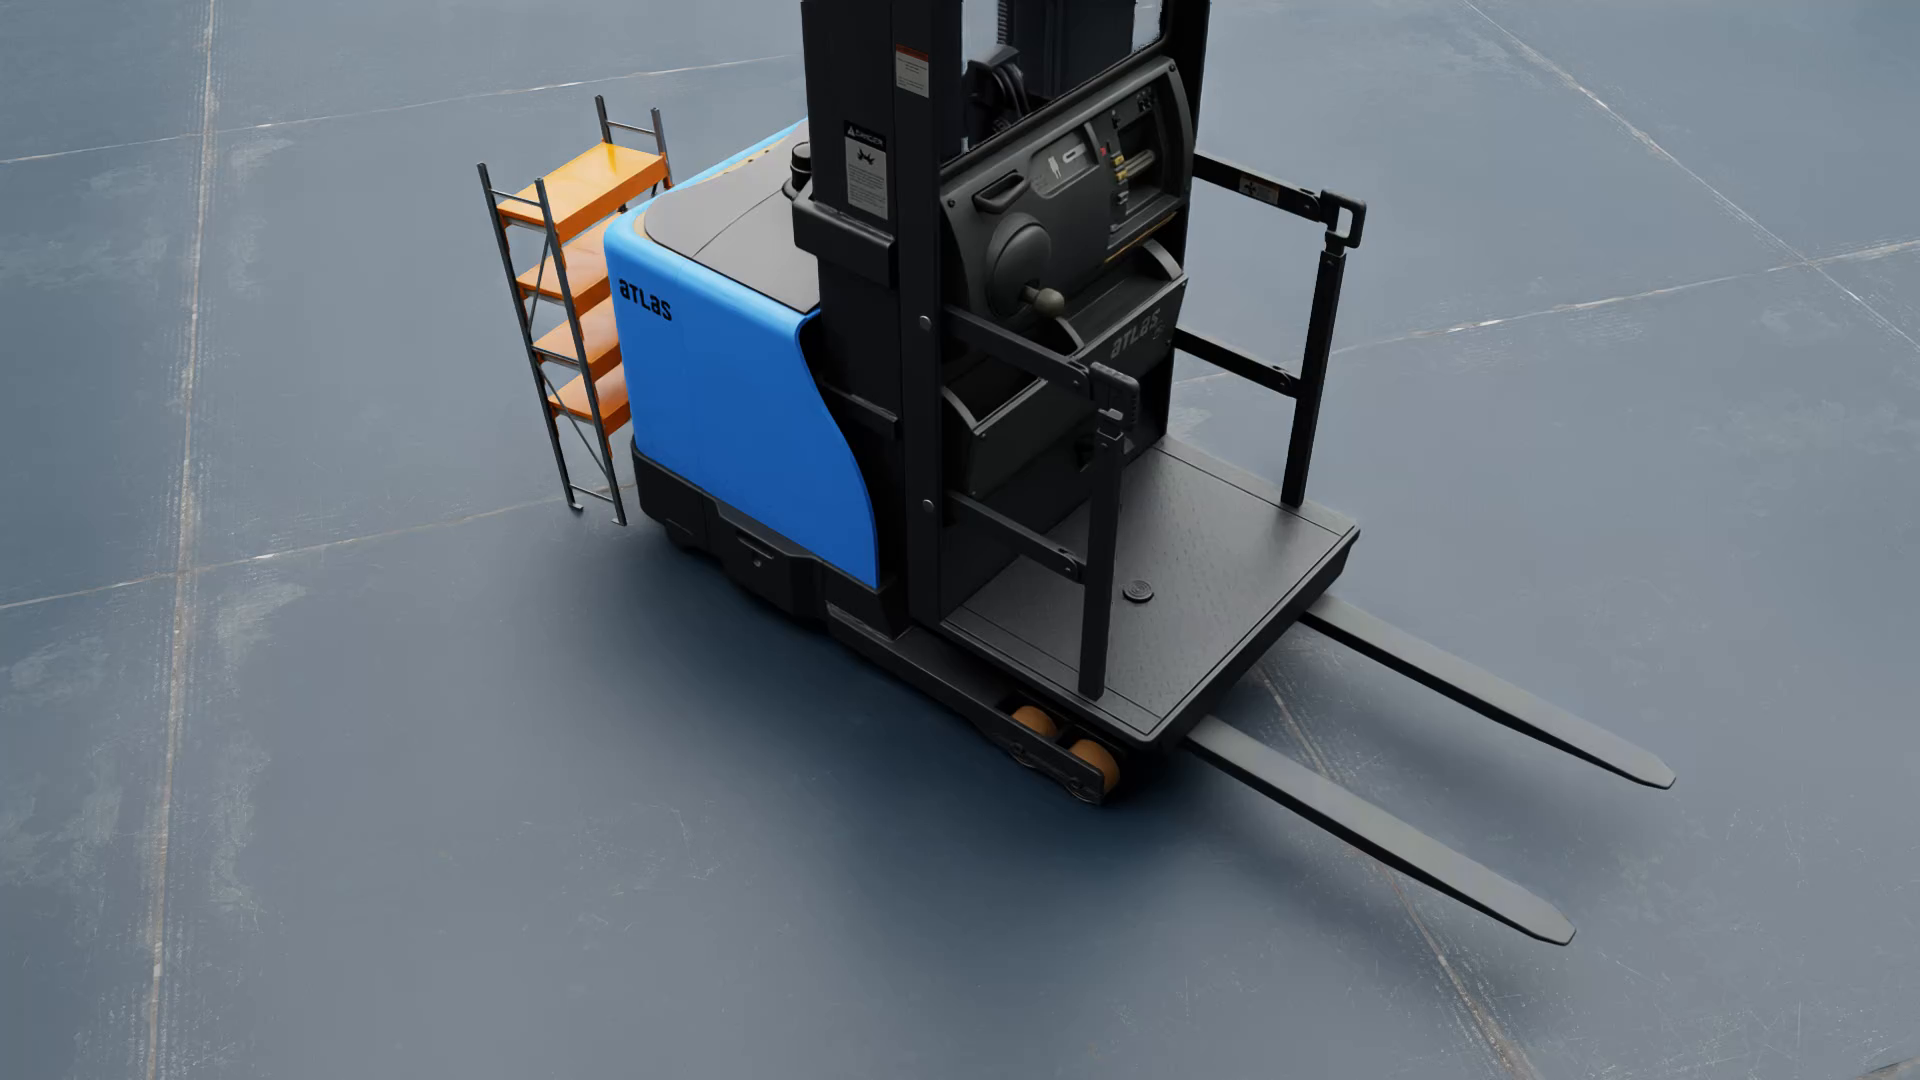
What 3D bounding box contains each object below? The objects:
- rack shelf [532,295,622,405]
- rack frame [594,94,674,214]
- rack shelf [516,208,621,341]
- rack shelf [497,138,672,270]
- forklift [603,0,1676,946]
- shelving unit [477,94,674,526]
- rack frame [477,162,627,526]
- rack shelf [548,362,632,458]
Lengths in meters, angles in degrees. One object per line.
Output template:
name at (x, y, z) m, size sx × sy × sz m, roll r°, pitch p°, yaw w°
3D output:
rack shelf at (-1.067, -0.632, 5.149) m, size 0.258 × 0.148 × 0.480 m, roll 19°, pitch 44°, yaw 27°
rack frame at (-0.941, -0.820, 5.263) m, size 0.240 × 1.200 × 0.015 m, roll 19°, pitch 44°, yaw 27°
rack shelf at (-1.081, -0.806, 5.009) m, size 0.258 × 0.148 × 0.480 m, roll 19°, pitch 44°, yaw 27°
rack shelf at (-1.097, -0.990, 4.862) m, size 0.258 × 0.148 × 0.480 m, roll 19°, pitch 44°, yaw 27°
forklift at (0.443, -0.801, 3.940) m, size 3.031 × 2.935 × 1.130 m, roll 28°, pitch 49°, yaw 29°
shelving unit at (-1.071, -0.684, 5.107) m, size 0.258 × 1.200 × 0.503 m, roll 19°, pitch 44°, yaw 27°
rack frame at (-1.201, -0.548, 4.951) m, size 0.240 × 1.200 × 0.015 m, roll 19°, pitch 44°, yaw 27°
rack shelf at (-1.053, -0.477, 5.273) m, size 0.258 × 0.148 × 0.480 m, roll 19°, pitch 44°, yaw 27°
